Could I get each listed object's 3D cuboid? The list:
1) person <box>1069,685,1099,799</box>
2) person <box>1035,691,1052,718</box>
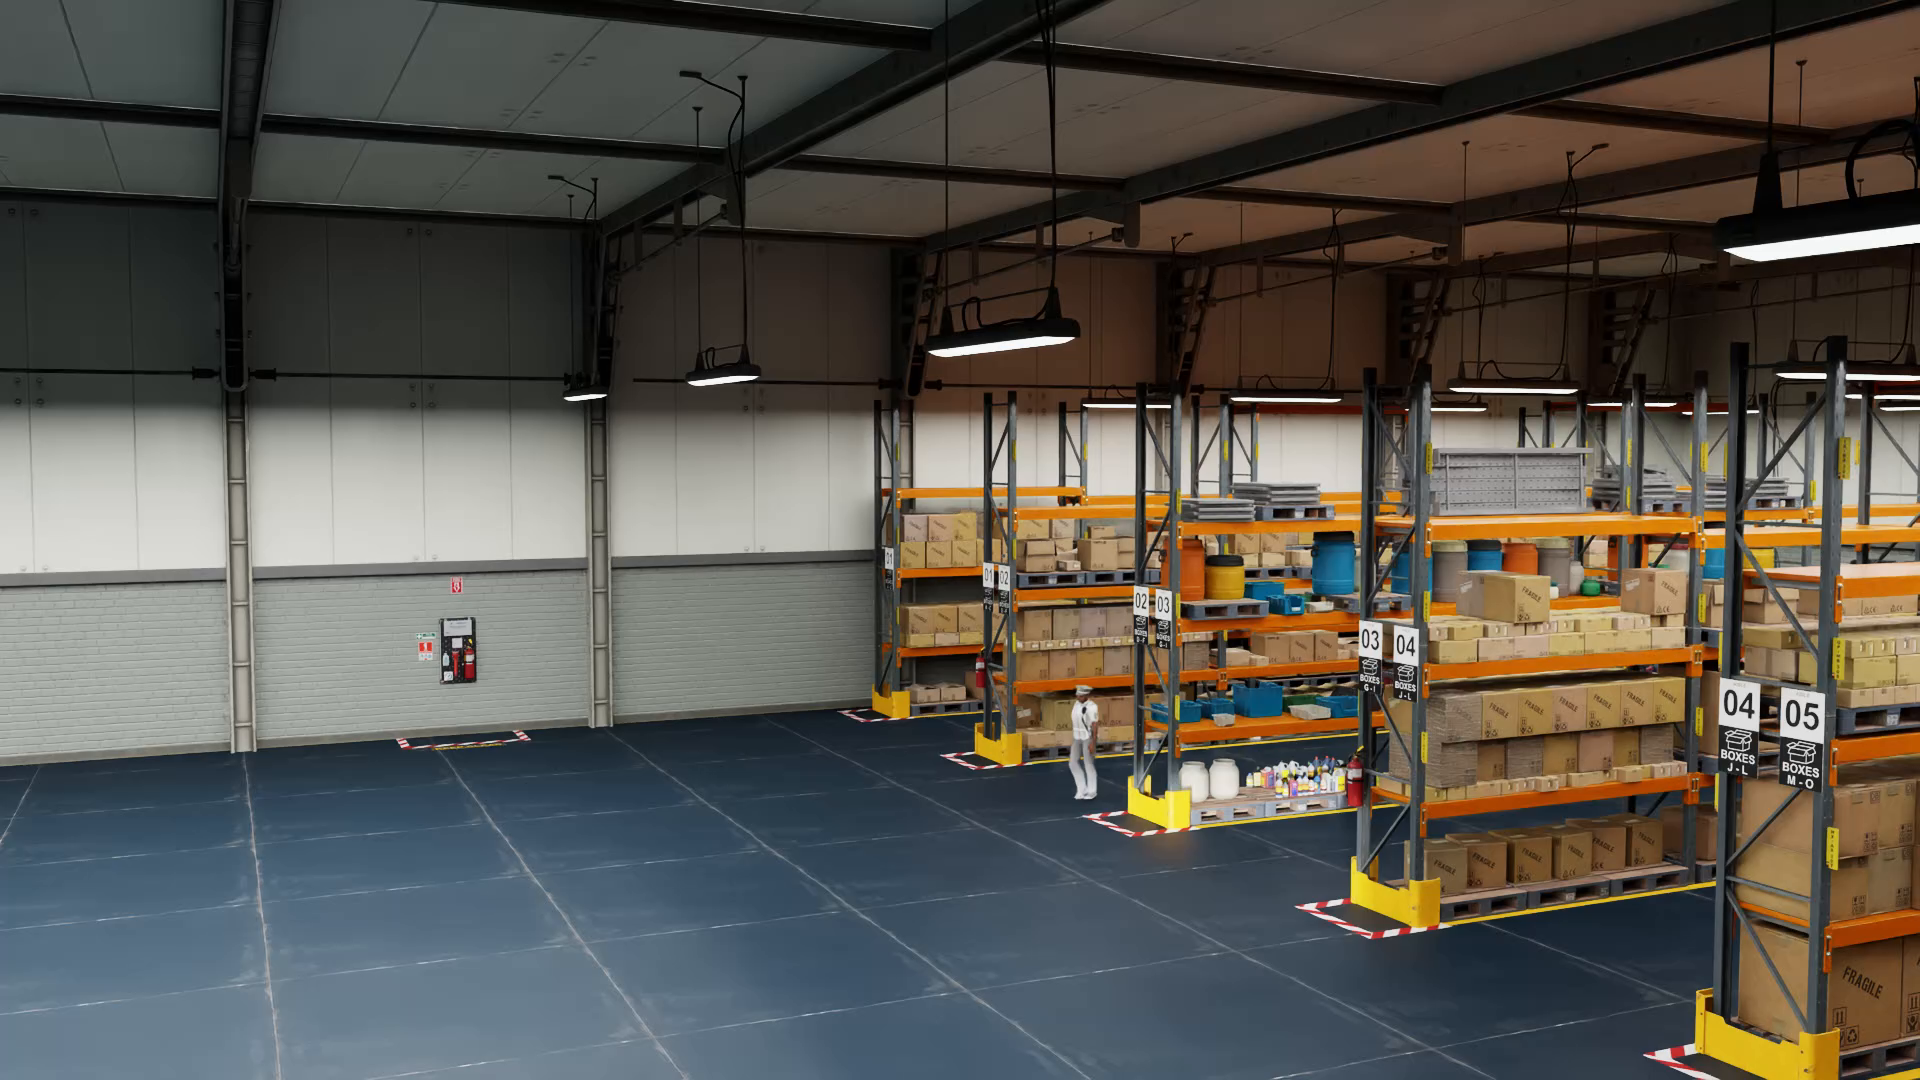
[{"bbox_3d":[1.819,2.961,24.124,0.369,1.745,0.512,-3,5,-43],"label":"person"},{"bbox_3d":[1.535,2.655,29.579,0.700,1.582,0.596,-1,3,-16],"label":"person"}]
